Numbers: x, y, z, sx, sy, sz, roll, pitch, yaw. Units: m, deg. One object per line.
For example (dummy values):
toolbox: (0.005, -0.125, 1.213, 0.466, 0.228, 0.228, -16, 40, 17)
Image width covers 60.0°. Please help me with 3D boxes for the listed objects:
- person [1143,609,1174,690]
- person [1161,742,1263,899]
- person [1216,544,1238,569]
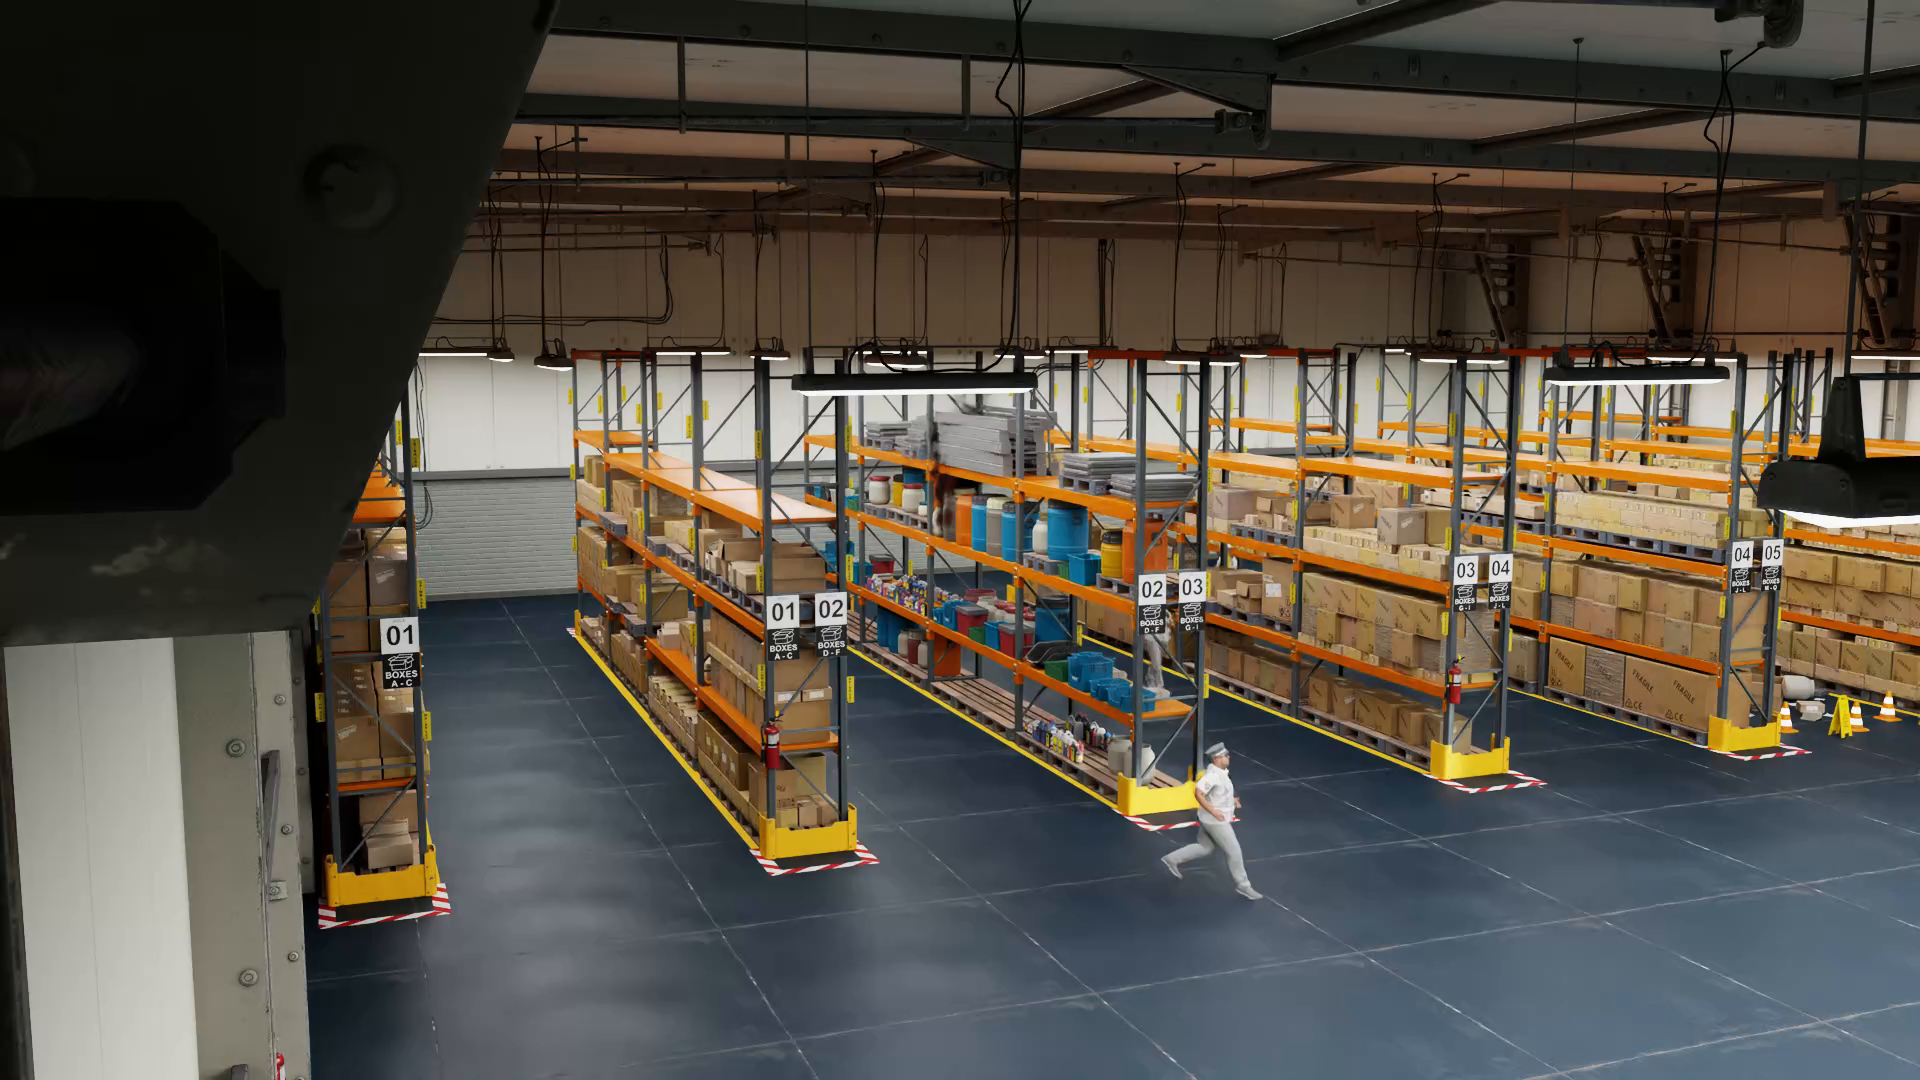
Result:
person: (3.334, 1.735, 27.961, 0.603, 1.701, 0.857, -4, 8, -28)
person: (2.848, 3.148, 18.744, 1.142, 1.799, 0.630, 0, 7, 1)
person: (5.937, 0.925, 36.501, 0.648, 1.727, 0.590, -3, 8, -23)
